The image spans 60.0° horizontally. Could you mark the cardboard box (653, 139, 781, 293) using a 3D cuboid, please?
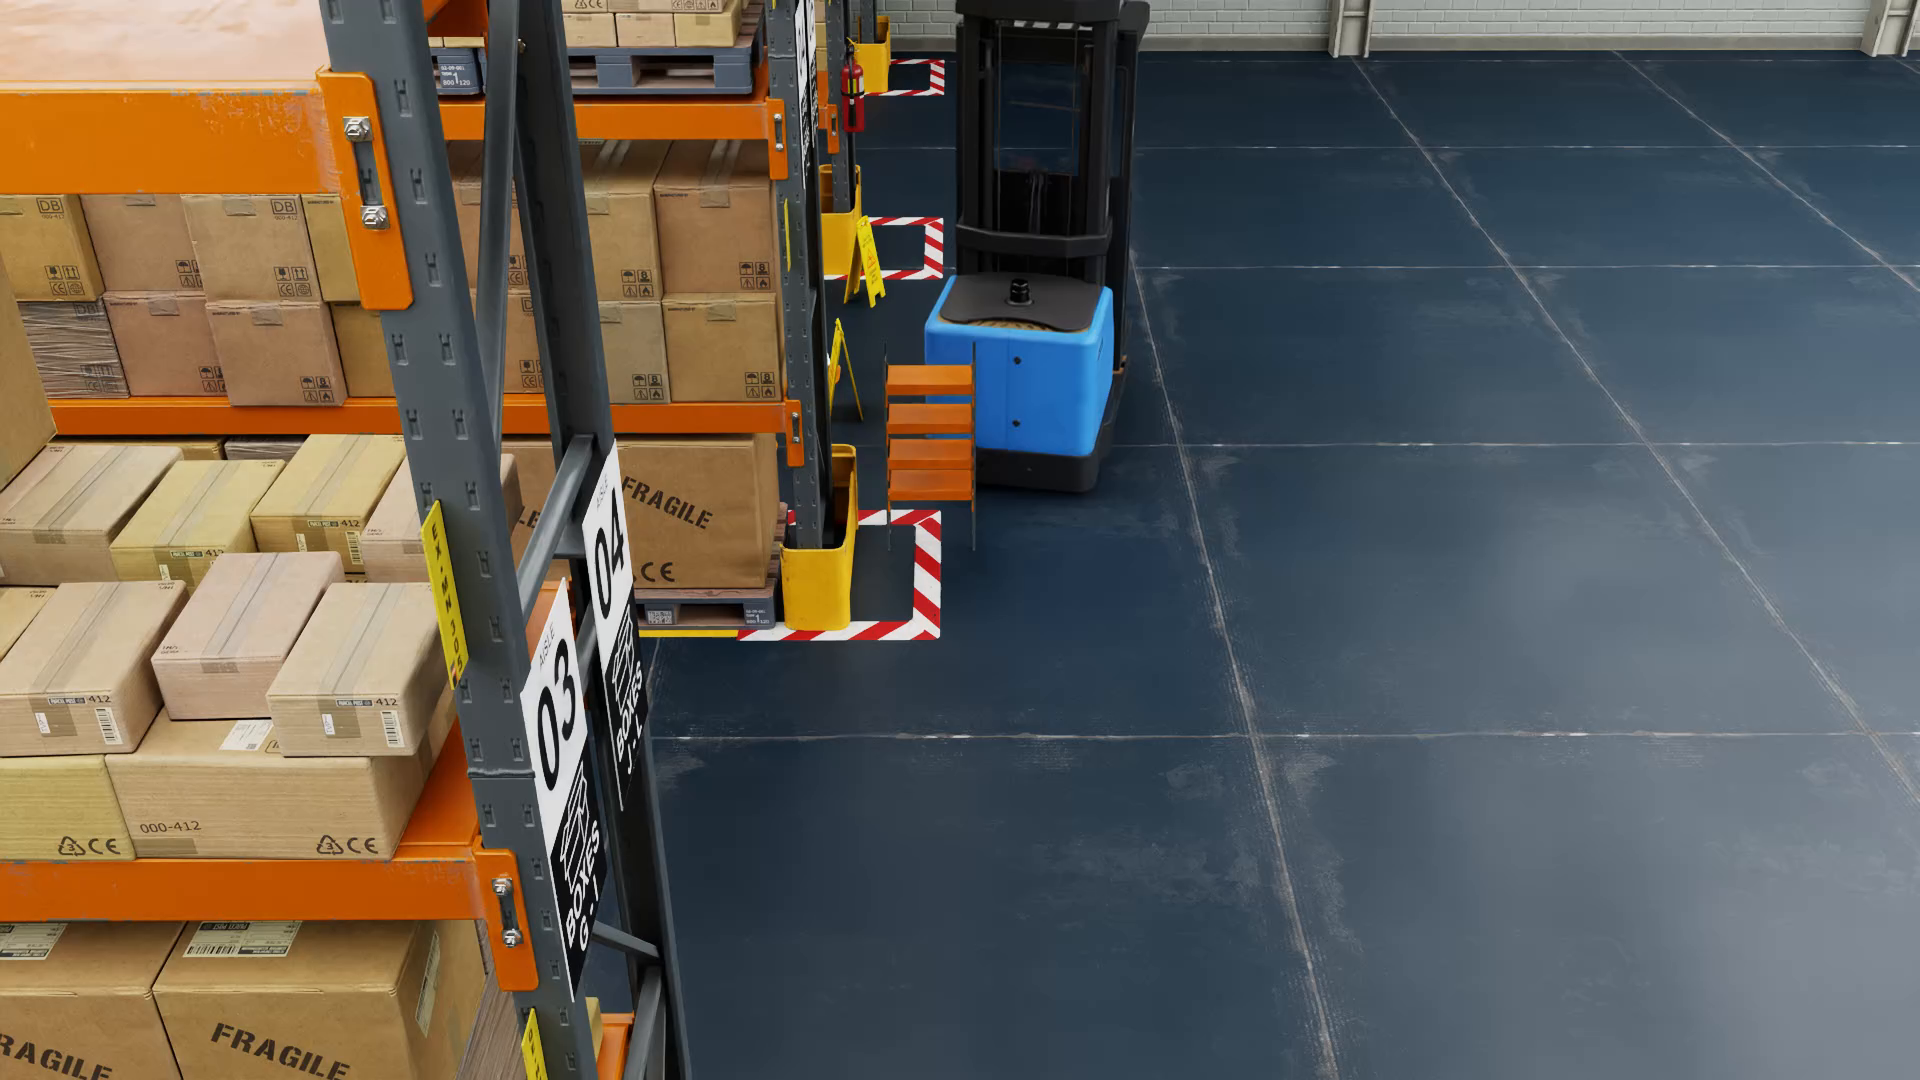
[{"bbox_3d":[-1.163,-1.648,8.277,0.550,0.550,0.875,0,31,0],"label":"cardboard box"}]

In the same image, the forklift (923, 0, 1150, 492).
[{"bbox_3d":[0.565,-2.289,10.586,1.130,2.935,3.031,6,32,9],"label":"forklift"}]

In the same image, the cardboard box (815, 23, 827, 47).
[{"bbox_3d":[-1.441,-5.299,17.245,0.500,0.250,0.500,-1,31,-1],"label":"cardboard box"}]

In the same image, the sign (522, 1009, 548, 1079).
[{"bbox_3d":[-0.879,1.128,3.467,0.005,0.325,0.100,0,31,0],"label":"sign"}]

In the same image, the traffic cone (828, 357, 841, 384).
[{"bbox_3d":[-0.998,-1.340,11.402,0.334,0.463,0.336,0,31,0],"label":"traffic cone"}]

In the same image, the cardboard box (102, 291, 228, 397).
[{"bbox_3d":[-3.873,-1.175,8.540,0.550,0.550,0.875,0,31,0],"label":"cardboard box"}]

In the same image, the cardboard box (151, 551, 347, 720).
[{"bbox_3d":[-1.399,0.184,3.312,0.250,0.149,0.380,-1,31,-2],"label":"cardboard box"}]

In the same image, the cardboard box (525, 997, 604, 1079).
[{"bbox_3d":[-1.149,1.455,4.592,0.250,0.149,0.380,0,31,0],"label":"cardboard box"}]

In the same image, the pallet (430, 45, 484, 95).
[{"bbox_3d":[-2.756,-2.334,7.789,1.213,0.211,1.003,0,31,0],"label":"pallet"}]

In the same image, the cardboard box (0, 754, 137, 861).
[{"bbox_3d":[-1.842,0.388,3.360,0.500,0.250,0.500,0,31,0],"label":"cardboard box"}]

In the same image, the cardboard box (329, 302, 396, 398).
[{"bbox_3d":[-2.803,-1.170,8.531,0.500,0.550,0.875,0,31,0],"label":"cardboard box"}]

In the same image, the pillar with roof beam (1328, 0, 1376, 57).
[{"bbox_3d":[4.368,-7.061,12.601,0.400,9.000,9.100,0,31,0],"label":"pillar with roof beam"}]

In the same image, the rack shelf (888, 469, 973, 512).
[{"bbox_3d":[-0.166,-0.285,9.465,0.480,0.148,0.258,0,31,0],"label":"rack shelf"}]

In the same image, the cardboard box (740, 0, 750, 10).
[{"bbox_3d":[-1.136,-2.665,7.990,0.250,0.149,0.380,0,31,0],"label":"cardboard box"}]

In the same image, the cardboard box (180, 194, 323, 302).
[{"bbox_3d":[-3.332,-1.592,8.186,0.550,0.550,0.875,0,31,0],"label":"cardboard box"}]

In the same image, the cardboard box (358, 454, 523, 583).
[{"bbox_3d":[-1.139,-0.038,3.678,0.250,0.149,0.380,0,31,-1],"label":"cardboard box"}]

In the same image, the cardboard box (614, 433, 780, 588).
[{"bbox_3d":[-1.469,-0.338,8.947,0.875,0.875,0.875,0,31,0],"label":"cardboard box"}]

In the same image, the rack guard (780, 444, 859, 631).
[{"bbox_3d":[-0.767,-0.034,9.214,0.348,0.500,1.175,0,31,0],"label":"rack guard"}]

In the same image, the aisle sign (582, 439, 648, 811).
[{"bbox_3d":[-0.802,0.203,3.907,0.004,0.787,0.394,0,31,0],"label":"aisle sign"}]

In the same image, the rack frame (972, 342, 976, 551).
[{"bbox_3d":[0.078,-0.513,9.328,0.015,1.200,0.240,0,31,0],"label":"rack frame"}]

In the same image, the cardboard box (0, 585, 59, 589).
[{"bbox_3d":[-1.862,0.124,3.796,0.500,0.250,0.500,-1,31,-1],"label":"cardboard box"}]

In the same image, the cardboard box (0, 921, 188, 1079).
[{"bbox_3d":[-1.911,1.007,3.740,0.500,0.500,0.500,0,31,0],"label":"cardboard box"}]

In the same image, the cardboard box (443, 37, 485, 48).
[{"bbox_3d":[-2.140,-2.320,7.421,0.250,0.149,0.380,-1,31,-1],"label":"cardboard box"}]

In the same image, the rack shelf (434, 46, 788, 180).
[{"bbox_3d":[-2.791,-2.072,7.963,4.000,0.370,1.077,0,31,0],"label":"rack shelf"}]

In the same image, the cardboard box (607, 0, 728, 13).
[{"bbox_3d":[-1.279,-2.524,7.373,0.500,0.250,0.500,0,31,0],"label":"cardboard box"}]

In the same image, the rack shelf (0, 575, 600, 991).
[{"bbox_3d":[-2.863,0.502,3.722,4.000,0.370,1.077,0,31,0],"label":"rack shelf"}]

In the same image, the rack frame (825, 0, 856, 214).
[{"bbox_3d":[-0.922,-3.670,12.797,0.127,3.000,1.000,0,31,0],"label":"rack frame"}]

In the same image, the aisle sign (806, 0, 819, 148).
[{"bbox_3d":[-0.722,-2.370,8.148,0.004,0.787,0.394,0,31,0],"label":"aisle sign"}]

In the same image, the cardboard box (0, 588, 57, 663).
[{"bbox_3d":[-1.923,0.255,3.196,0.250,0.149,0.380,0,31,0],"label":"cardboard box"}]

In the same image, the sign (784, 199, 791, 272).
[{"bbox_3d":[-0.802,-1.418,7.739,0.005,0.325,0.100,0,31,0],"label":"sign"}]

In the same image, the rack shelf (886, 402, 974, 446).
[{"bbox_3d":[-0.166,-0.646,9.246,0.480,0.148,0.258,0,31,0],"label":"rack shelf"}]

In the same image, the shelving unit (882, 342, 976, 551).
[{"bbox_3d":[-0.166,-0.512,9.327,0.503,1.200,0.258,0,31,0],"label":"shelving unit"}]

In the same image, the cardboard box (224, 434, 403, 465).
[{"bbox_3d":[-3.261,-0.332,8.938,0.875,0.875,0.875,0,31,0],"label":"cardboard box"}]

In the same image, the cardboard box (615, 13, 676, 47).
[{"bbox_3d":[-1.374,-2.323,7.425,0.250,0.149,0.380,0,31,0],"label":"cardboard box"}]

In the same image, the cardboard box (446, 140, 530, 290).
[{"bbox_3d":[-2.273,-1.667,8.309,0.550,0.550,0.875,0,31,0],"label":"cardboard box"}]

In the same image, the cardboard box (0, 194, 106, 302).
[{"bbox_3d":[-4.422,-1.600,8.198,0.550,0.550,0.875,0,31,0],"label":"cardboard box"}]

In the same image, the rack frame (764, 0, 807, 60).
[{"bbox_3d":[-0.791,-3.668,7.009,0.127,3.000,1.000,0,31,0],"label":"rack frame"}]

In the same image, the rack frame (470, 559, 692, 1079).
[{"bbox_3d":[-0.863,1.470,4.324,0.127,3.000,1.000,0,31,0],"label":"rack frame"}]

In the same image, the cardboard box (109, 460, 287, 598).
[{"bbox_3d":[-1.651,-0.022,3.653,0.250,0.149,0.380,-1,31,-1],"label":"cardboard box"}]

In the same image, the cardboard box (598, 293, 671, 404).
[{"bbox_3d":[-1.712,-1.129,8.464,0.550,0.550,0.875,0,31,0],"label":"cardboard box"}]

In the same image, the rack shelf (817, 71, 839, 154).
[{"bbox_3d":[-2.922,-3.356,12.973,4.000,0.370,1.077,0,31,0],"label":"rack shelf"}]

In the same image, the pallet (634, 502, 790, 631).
[{"bbox_3d":[-1.591,0.132,9.218,1.213,0.211,1.003,0,31,0],"label":"pallet"}]

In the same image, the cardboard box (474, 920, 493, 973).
[{"bbox_3d":[-1.414,0.733,4.192,0.500,0.500,0.500,0,31,0],"label":"cardboard box"}]

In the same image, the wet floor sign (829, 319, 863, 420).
[{"bbox_3d":[-0.774,-1.124,10.869,0.232,0.644,0.267,-5,32,-9],"label":"wet floor sign"}]

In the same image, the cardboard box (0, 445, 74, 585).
[{"bbox_3d":[-2.167,-0.060,3.714,0.250,0.149,0.380,0,31,0],"label":"cardboard box"}]

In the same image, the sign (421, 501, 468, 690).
[{"bbox_3d":[-0.879,0.097,2.842,0.005,0.325,0.100,0,31,0],"label":"sign"}]

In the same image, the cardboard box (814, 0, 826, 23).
[{"bbox_3d":[-1.415,-5.513,17.116,0.500,0.250,0.500,1,31,1],"label":"cardboard box"}]
